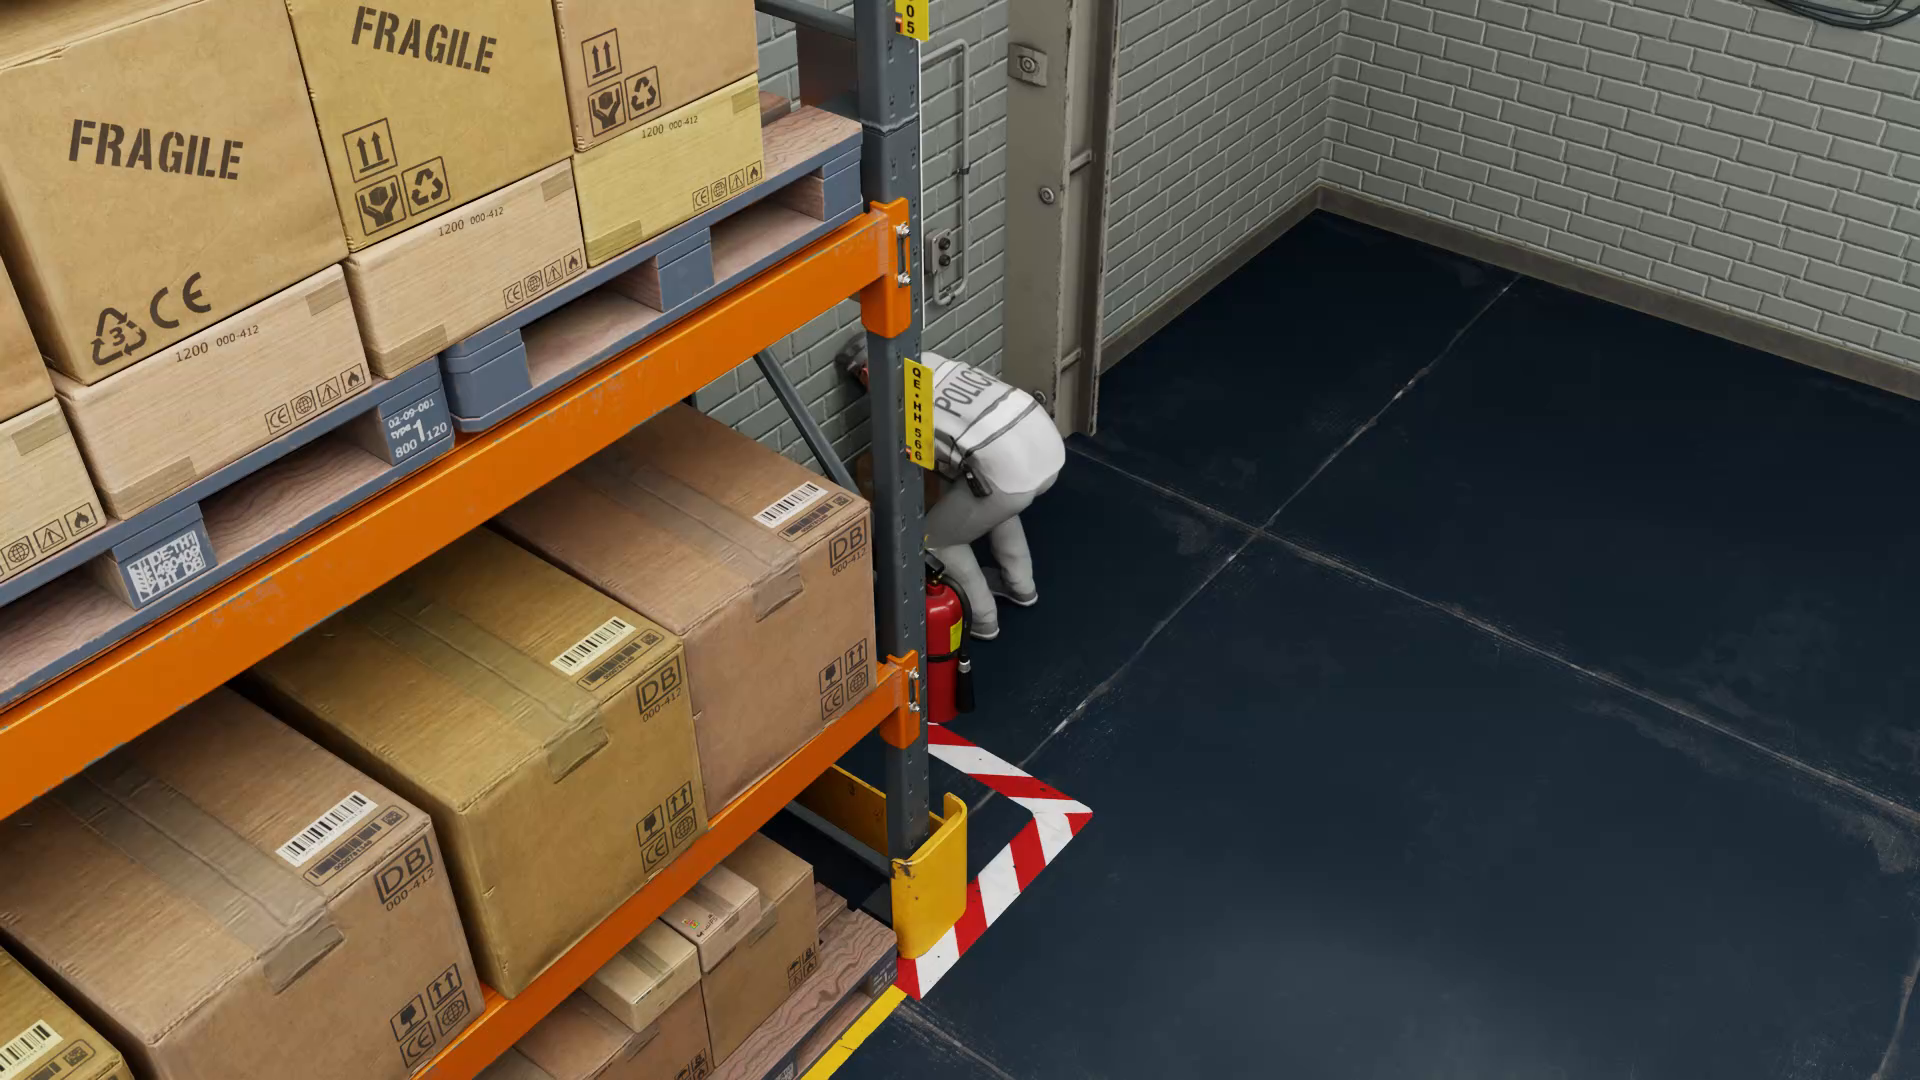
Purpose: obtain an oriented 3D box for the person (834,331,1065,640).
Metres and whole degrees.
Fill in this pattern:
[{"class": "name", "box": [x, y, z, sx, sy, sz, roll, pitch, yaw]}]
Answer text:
[{"class": "person", "box": [-0.061, -0.252, 6.897, 1.022, 1.214, 0.518, 24, 44, 27]}]
